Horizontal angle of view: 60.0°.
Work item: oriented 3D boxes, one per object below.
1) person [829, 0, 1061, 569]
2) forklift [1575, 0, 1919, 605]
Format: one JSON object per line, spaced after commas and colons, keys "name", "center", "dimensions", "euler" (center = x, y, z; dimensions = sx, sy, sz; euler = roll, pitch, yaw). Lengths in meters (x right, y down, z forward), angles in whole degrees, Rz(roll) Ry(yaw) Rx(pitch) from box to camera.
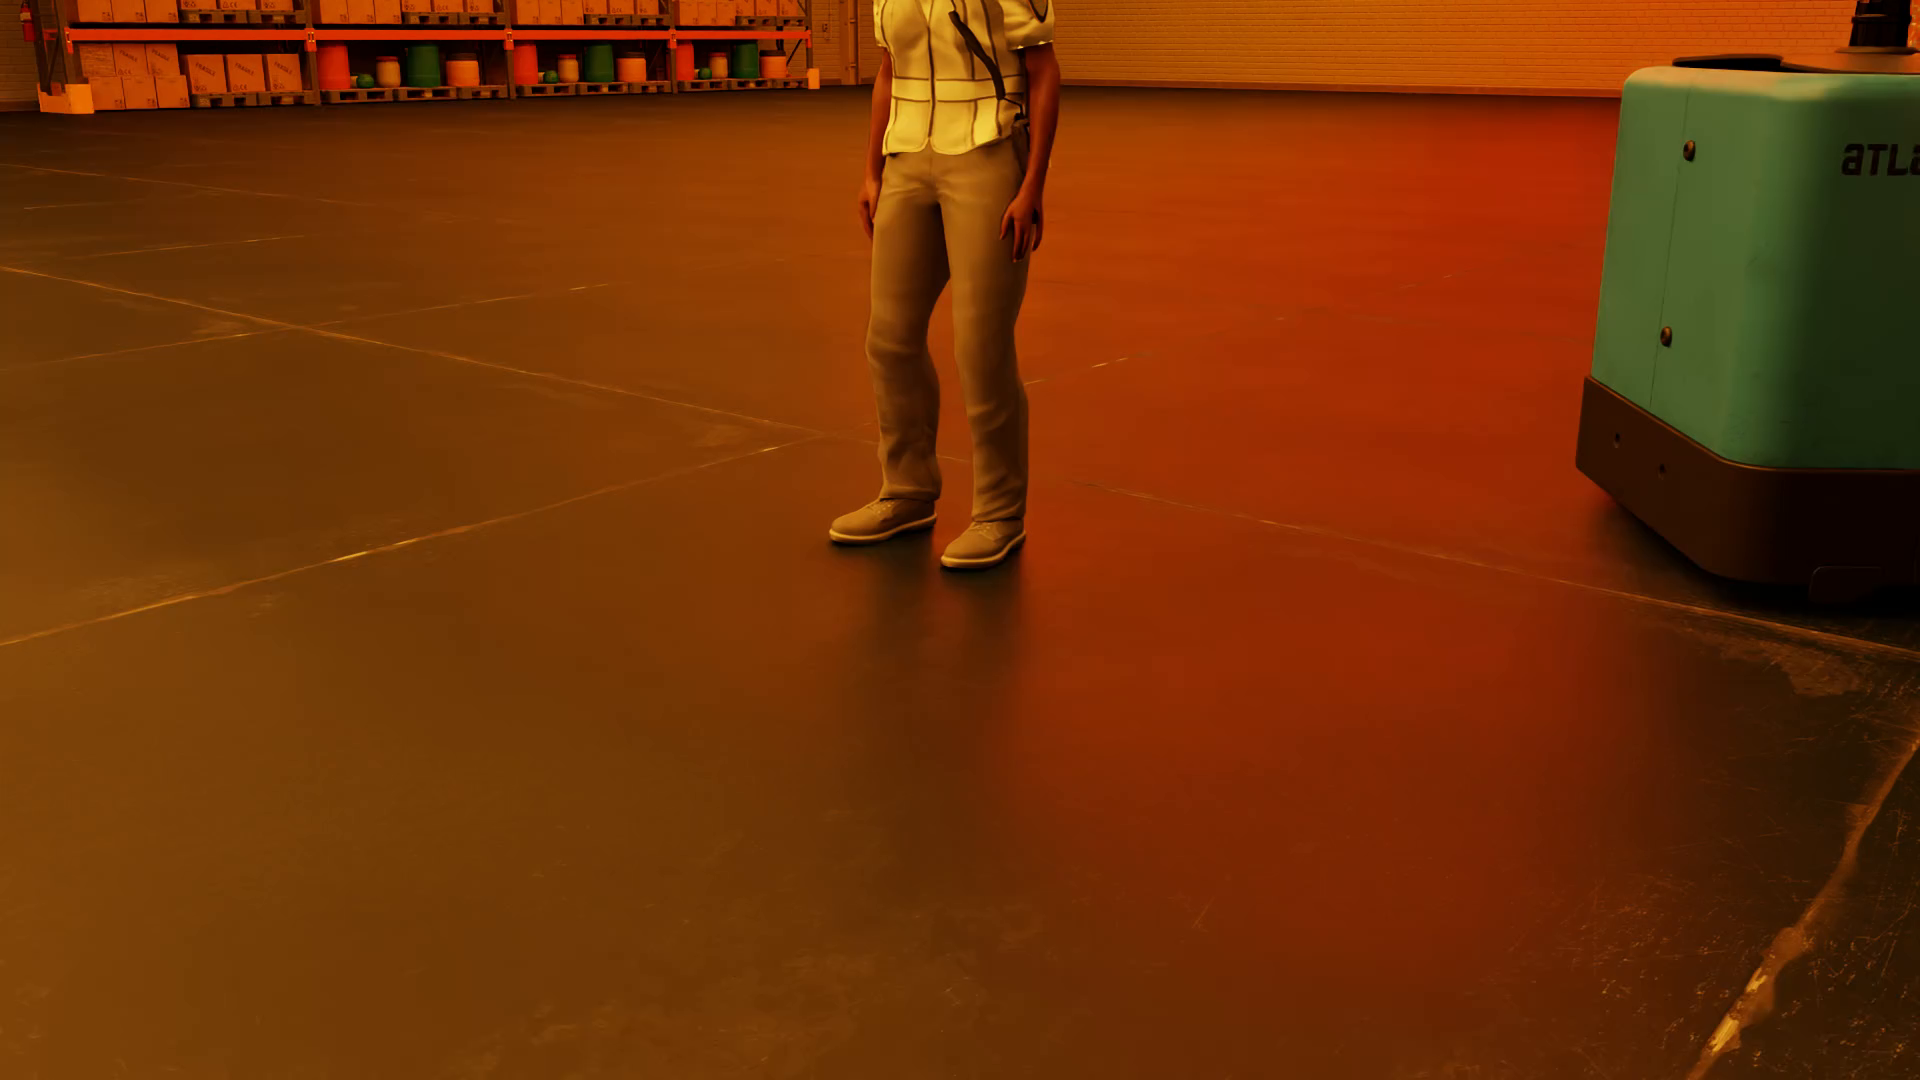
{"name": "person", "center": [-0.024, -0.784, 3.675], "dimensions": [0.513, 1.657, 0.393], "euler": [13, 21, 36]}
{"name": "forklift", "center": [3.090, -1.377, 3.433], "dimensions": [3.031, 2.935, 1.130], "euler": [1, 17, 2]}
